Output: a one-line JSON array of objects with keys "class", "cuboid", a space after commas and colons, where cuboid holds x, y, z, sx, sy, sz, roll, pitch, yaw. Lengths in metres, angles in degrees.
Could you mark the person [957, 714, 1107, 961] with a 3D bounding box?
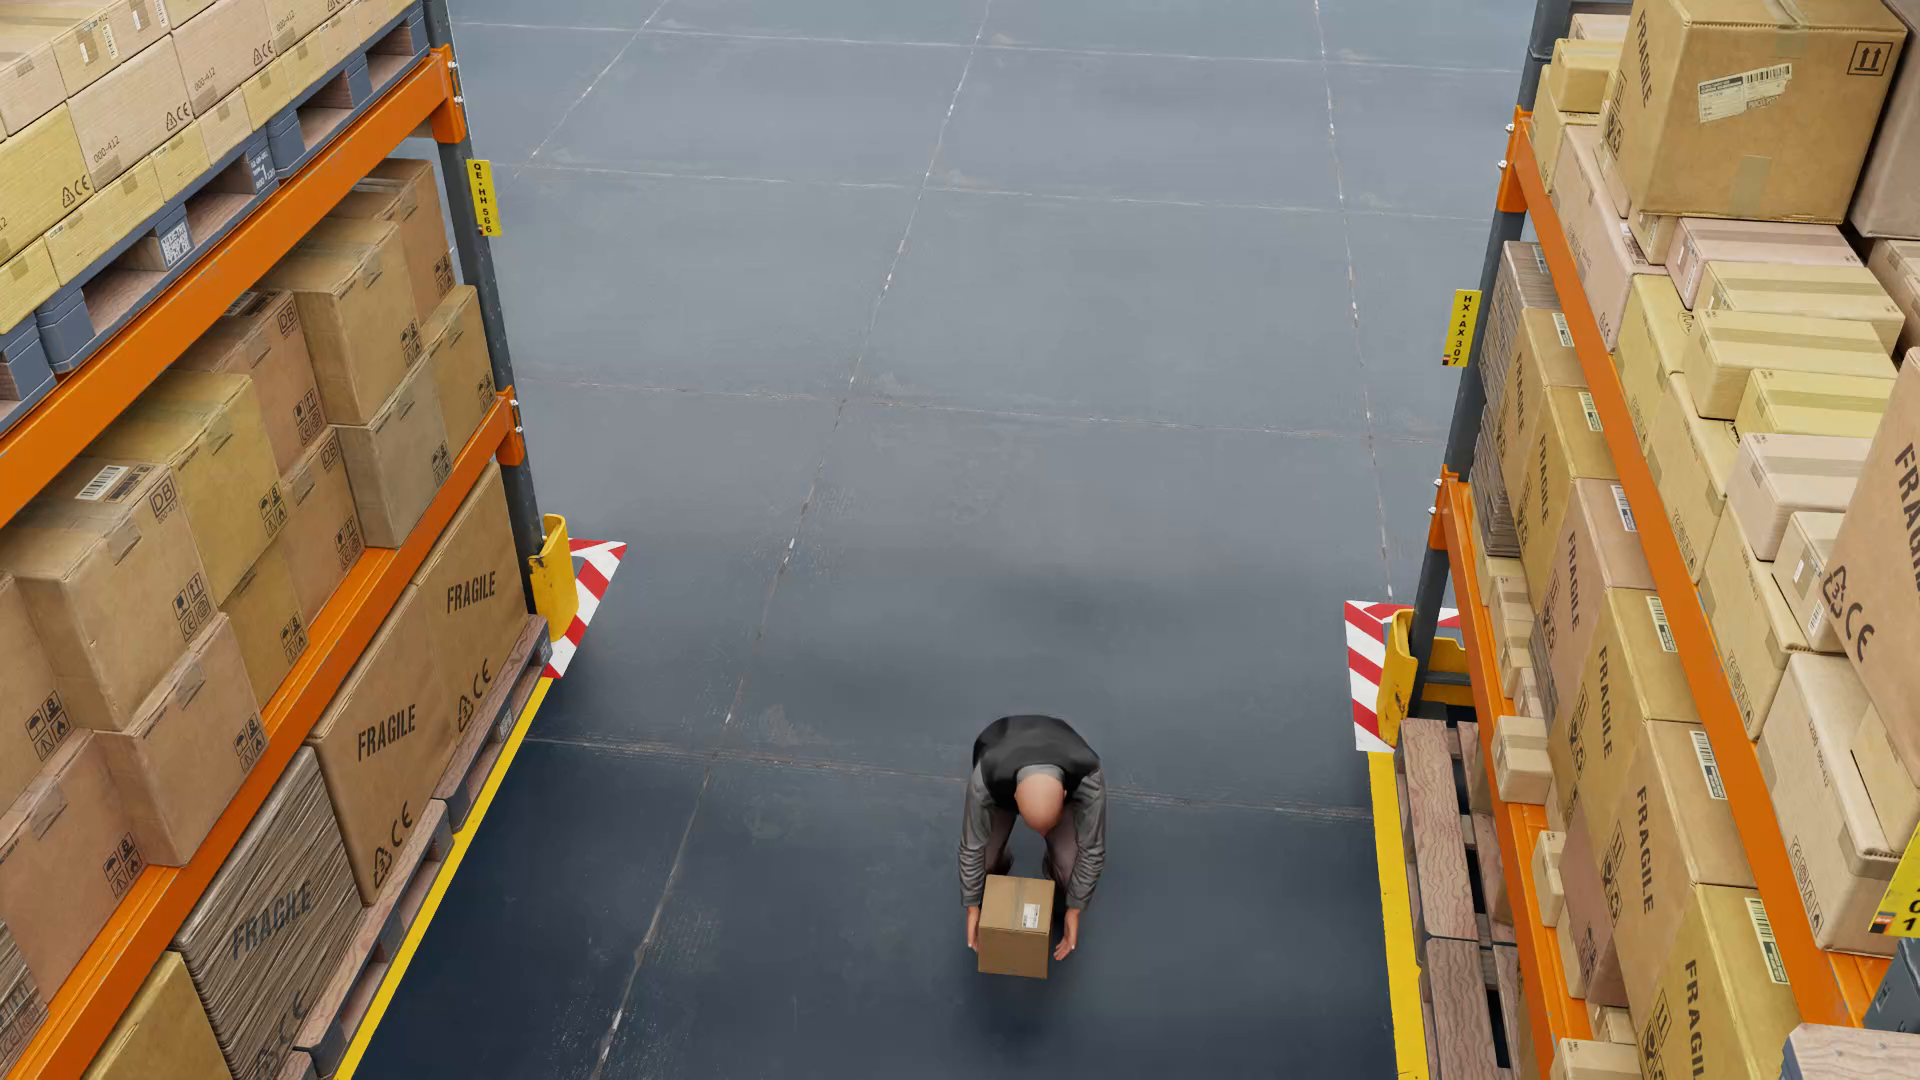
[{"class": "person", "cuboid": [0.279, 1.054, 6.227, 0.548, 0.998, 0.863, 4, 36, 6]}]
